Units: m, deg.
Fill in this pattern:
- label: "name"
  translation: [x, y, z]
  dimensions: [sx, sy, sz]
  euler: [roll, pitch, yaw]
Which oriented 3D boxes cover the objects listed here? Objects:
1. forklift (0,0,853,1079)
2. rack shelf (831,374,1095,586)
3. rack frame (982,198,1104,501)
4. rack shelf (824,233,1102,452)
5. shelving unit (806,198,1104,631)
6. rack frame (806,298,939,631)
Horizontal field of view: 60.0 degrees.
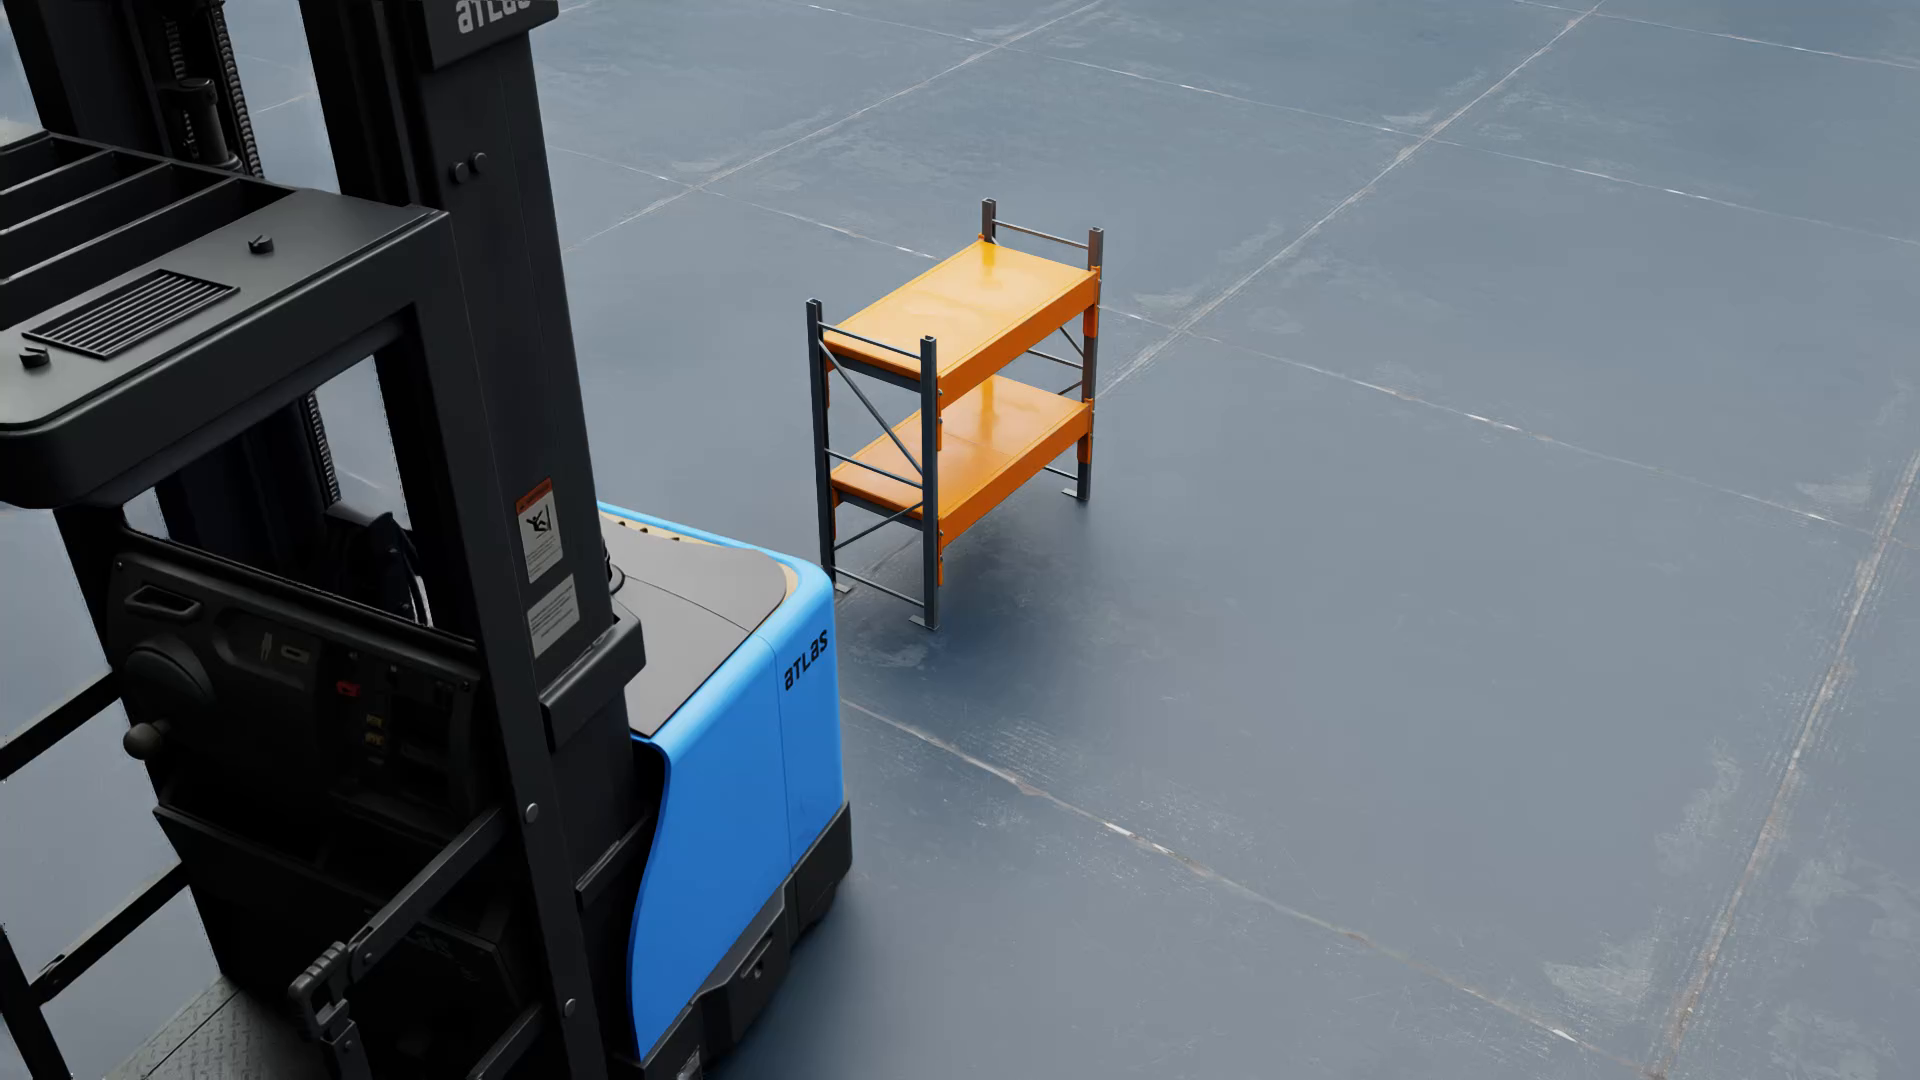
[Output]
- label: "forklift"
  translation: [-1.404, 0.369, 3.088]
  dimensions: [1.130, 2.935, 3.031]
  euler: [15, 37, 21]
- label: "rack shelf"
  translation: [0.004, -0.267, 6.076]
  dimensions: [0.538, 0.278, 1.000]
  euler: [21, 39, 28]
- label: "rack frame"
  translation: [0.294, -0.703, 6.285]
  dimensions: [0.500, 1.125, 0.032]
  euler: [21, 39, 28]
- label: "rack shelf"
  translation: [0.004, -0.712, 5.776]
  dimensions: [0.538, 0.278, 1.000]
  euler: [21, 39, 28]
- label: "shelving unit"
  translation: [0.004, -0.469, 5.939]
  dimensions: [0.538, 1.125, 1.048]
  euler: [21, 39, 28]
- label: "rack frame"
  translation: [-0.286, -0.235, 5.594]
  dimensions: [0.500, 1.125, 0.032]
  euler: [21, 39, 28]
